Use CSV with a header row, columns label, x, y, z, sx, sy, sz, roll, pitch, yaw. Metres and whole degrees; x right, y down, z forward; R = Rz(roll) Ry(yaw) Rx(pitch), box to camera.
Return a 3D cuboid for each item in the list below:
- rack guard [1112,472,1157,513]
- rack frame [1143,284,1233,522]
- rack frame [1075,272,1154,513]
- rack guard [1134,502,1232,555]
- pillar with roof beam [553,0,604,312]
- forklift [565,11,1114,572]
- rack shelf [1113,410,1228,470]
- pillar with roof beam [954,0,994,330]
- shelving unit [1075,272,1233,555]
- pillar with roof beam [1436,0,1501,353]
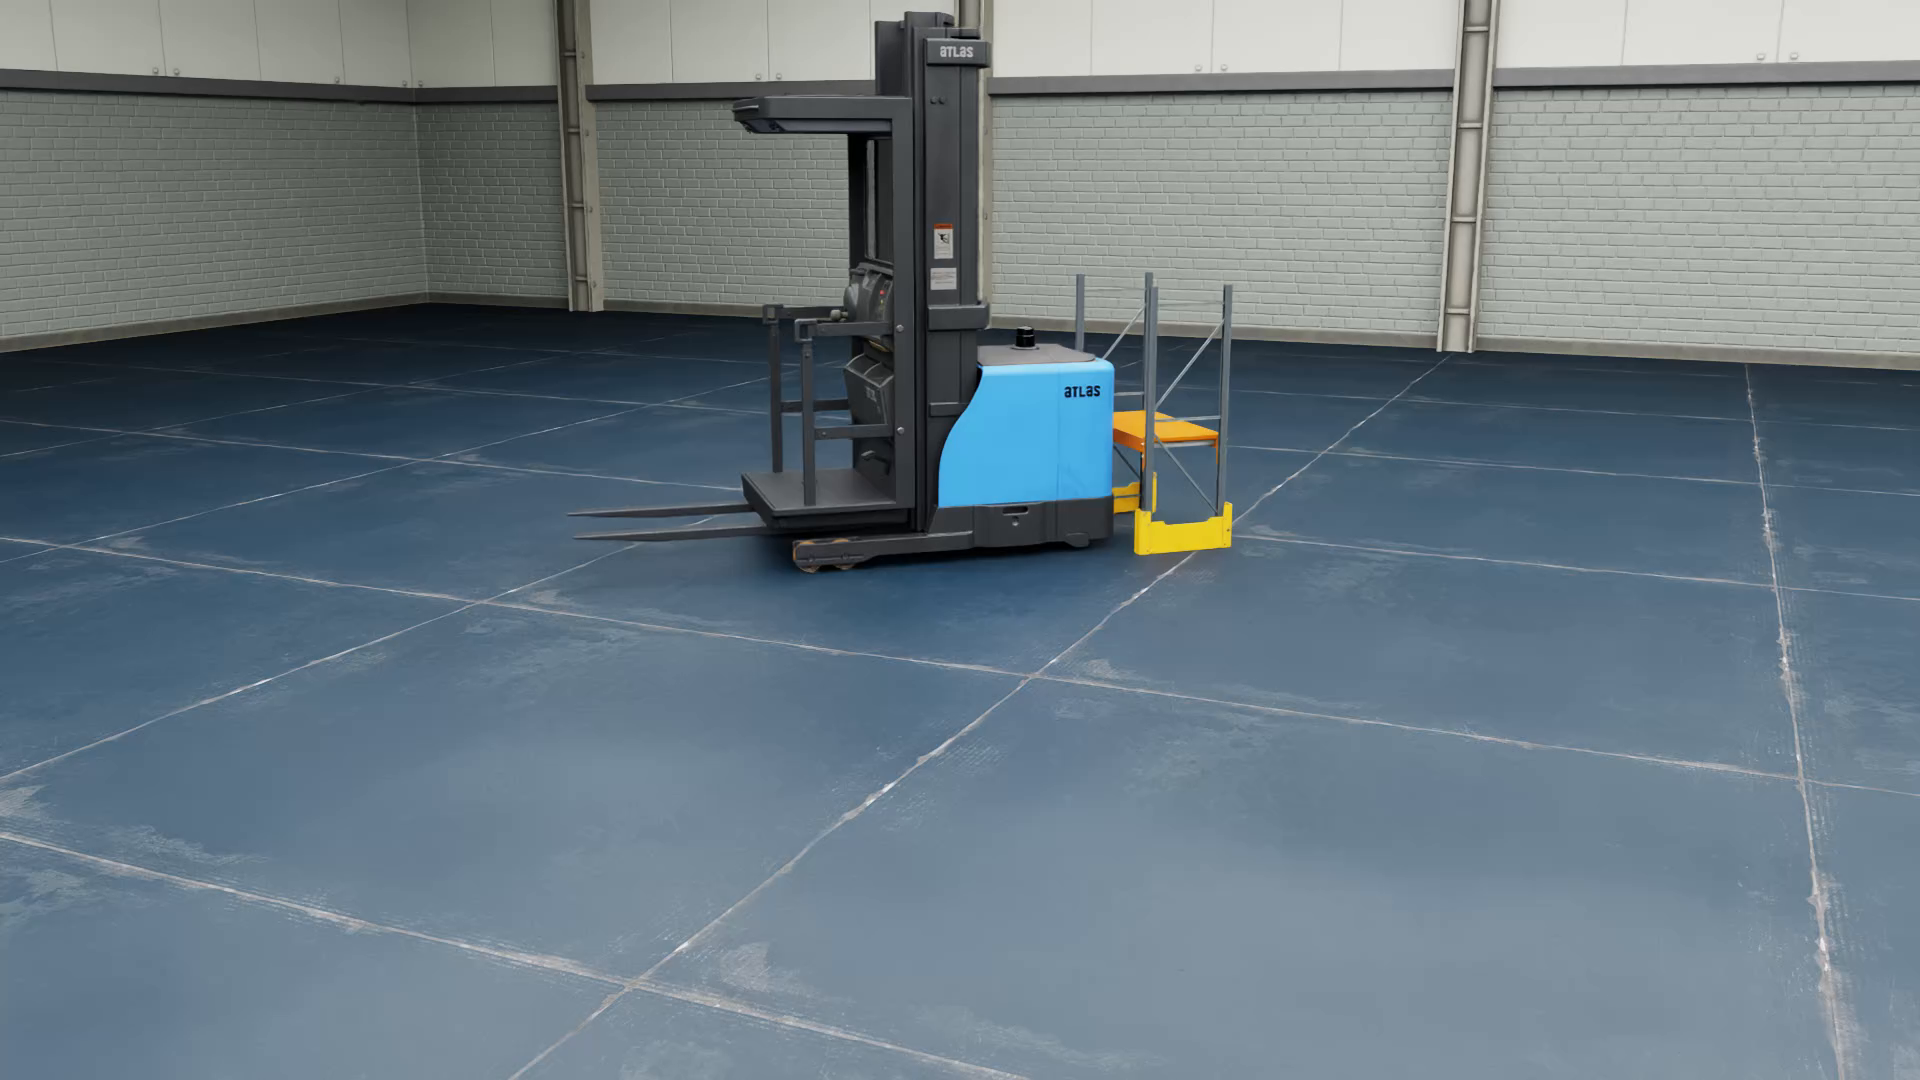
label,x,y,z,sx,sy,sz,roll,pitch,yaw
rack guard,0.951,-0.283,10.415,0.587,0.250,0.087,-5,14,-19
rack frame,1.277,-0.676,9.354,0.500,1.500,0.032,-5,14,-19
rack frame,0.945,-0.896,10.290,0.500,1.500,0.032,-5,14,-19
rack guard,1.277,-0.068,9.498,0.587,0.250,0.087,-5,14,-19
pillar with roof beam,-7.058,-6.752,18.832,0.400,9.000,9.100,6,14,23
forklift,-0.693,-1.389,9.257,3.031,2.935,1.130,-4,14,-16
rack shelf,1.111,-0.611,9.863,0.538,0.185,1.000,-5,14,-19
pillar with roof beam,-1.573,-6.197,16.466,0.400,9.000,9.100,6,14,23
shelving unit,1.114,-0.784,9.814,0.587,1.500,1.083,-5,14,-19
pillar with roof beam,3.913,-5.642,14.100,0.400,9.000,9.100,6,14,23
